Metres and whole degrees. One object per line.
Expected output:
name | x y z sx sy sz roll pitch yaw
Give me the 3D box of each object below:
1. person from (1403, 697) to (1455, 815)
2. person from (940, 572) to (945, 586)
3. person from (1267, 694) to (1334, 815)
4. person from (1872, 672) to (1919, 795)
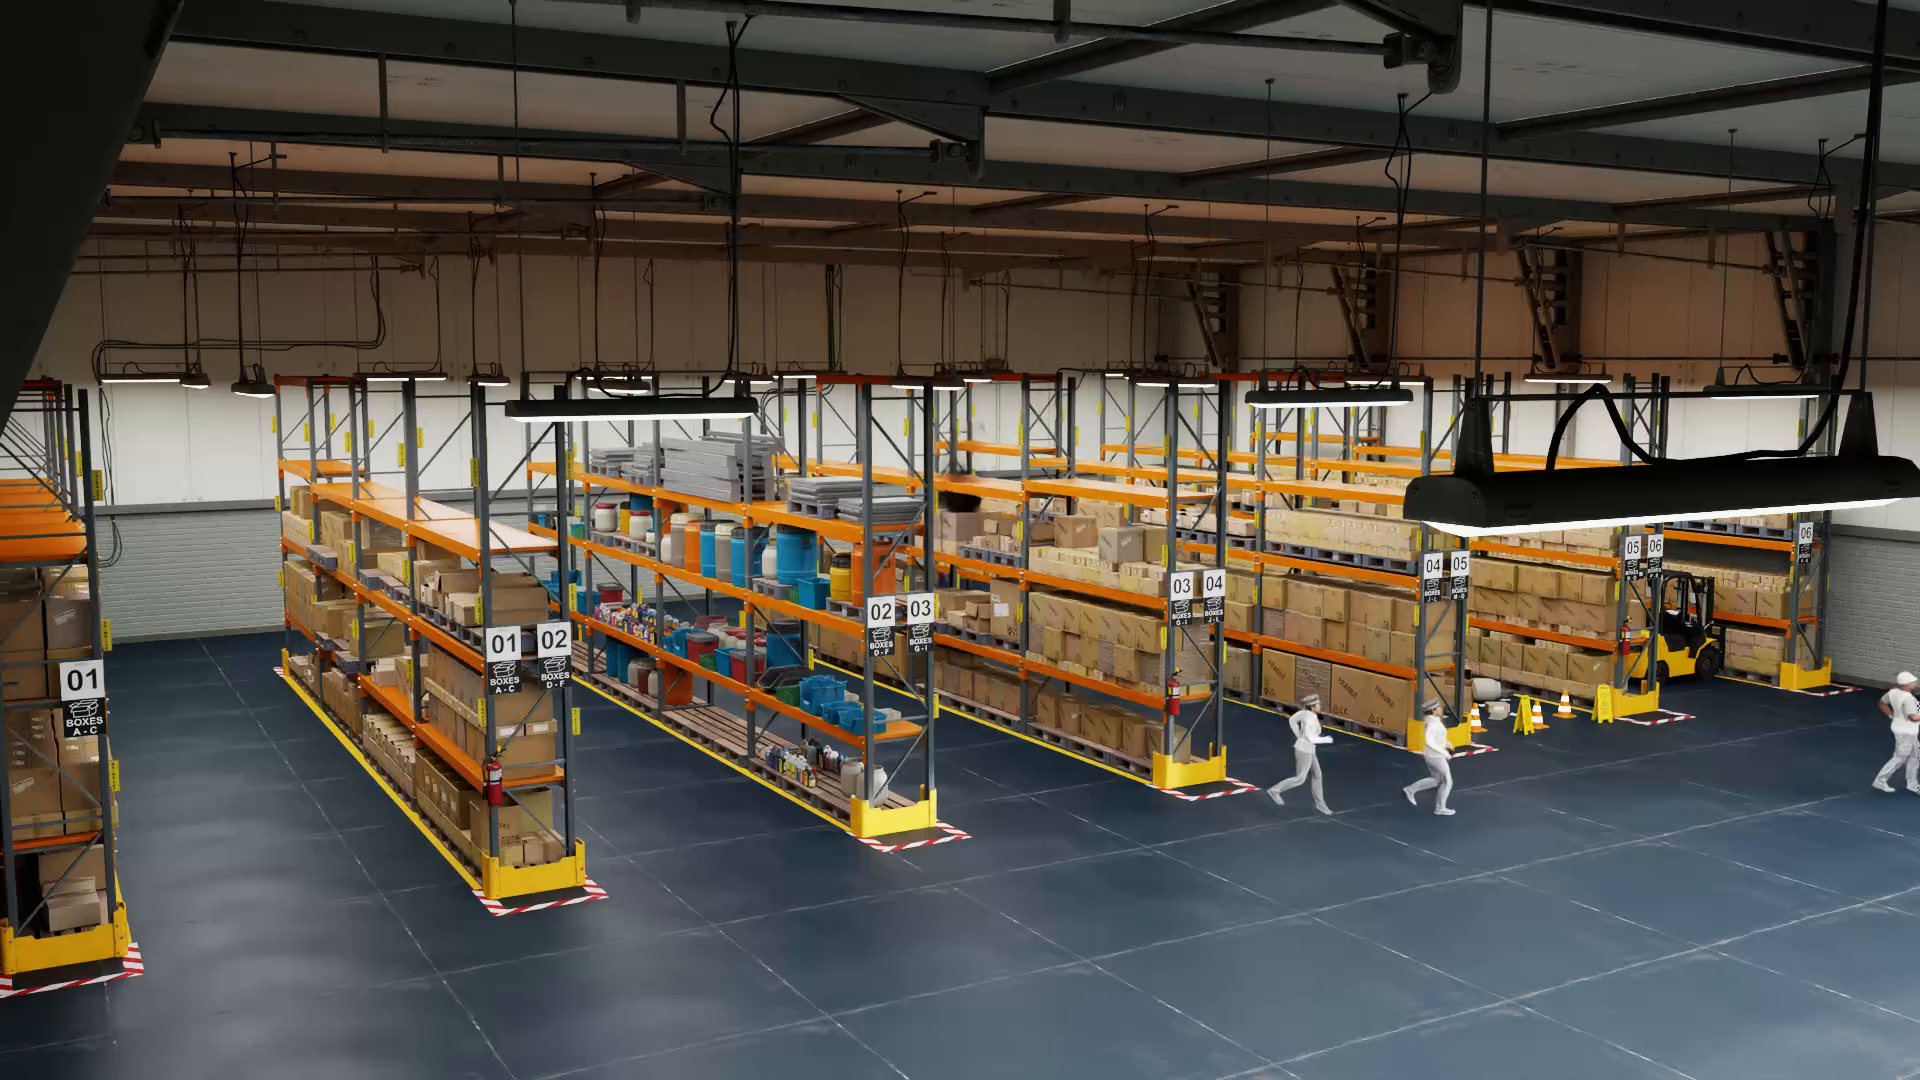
person | 6.541 2.989 23.049 0.685 1.653 0.620 1 6 7
person | -0.597 0.963 41.968 0.678 1.585 0.622 -4 7 -30
person | 4.759 2.986 23.181 0.925 1.719 0.644 1 6 7
person | 13.618 2.812 23.986 0.763 1.835 0.657 2 7 17
